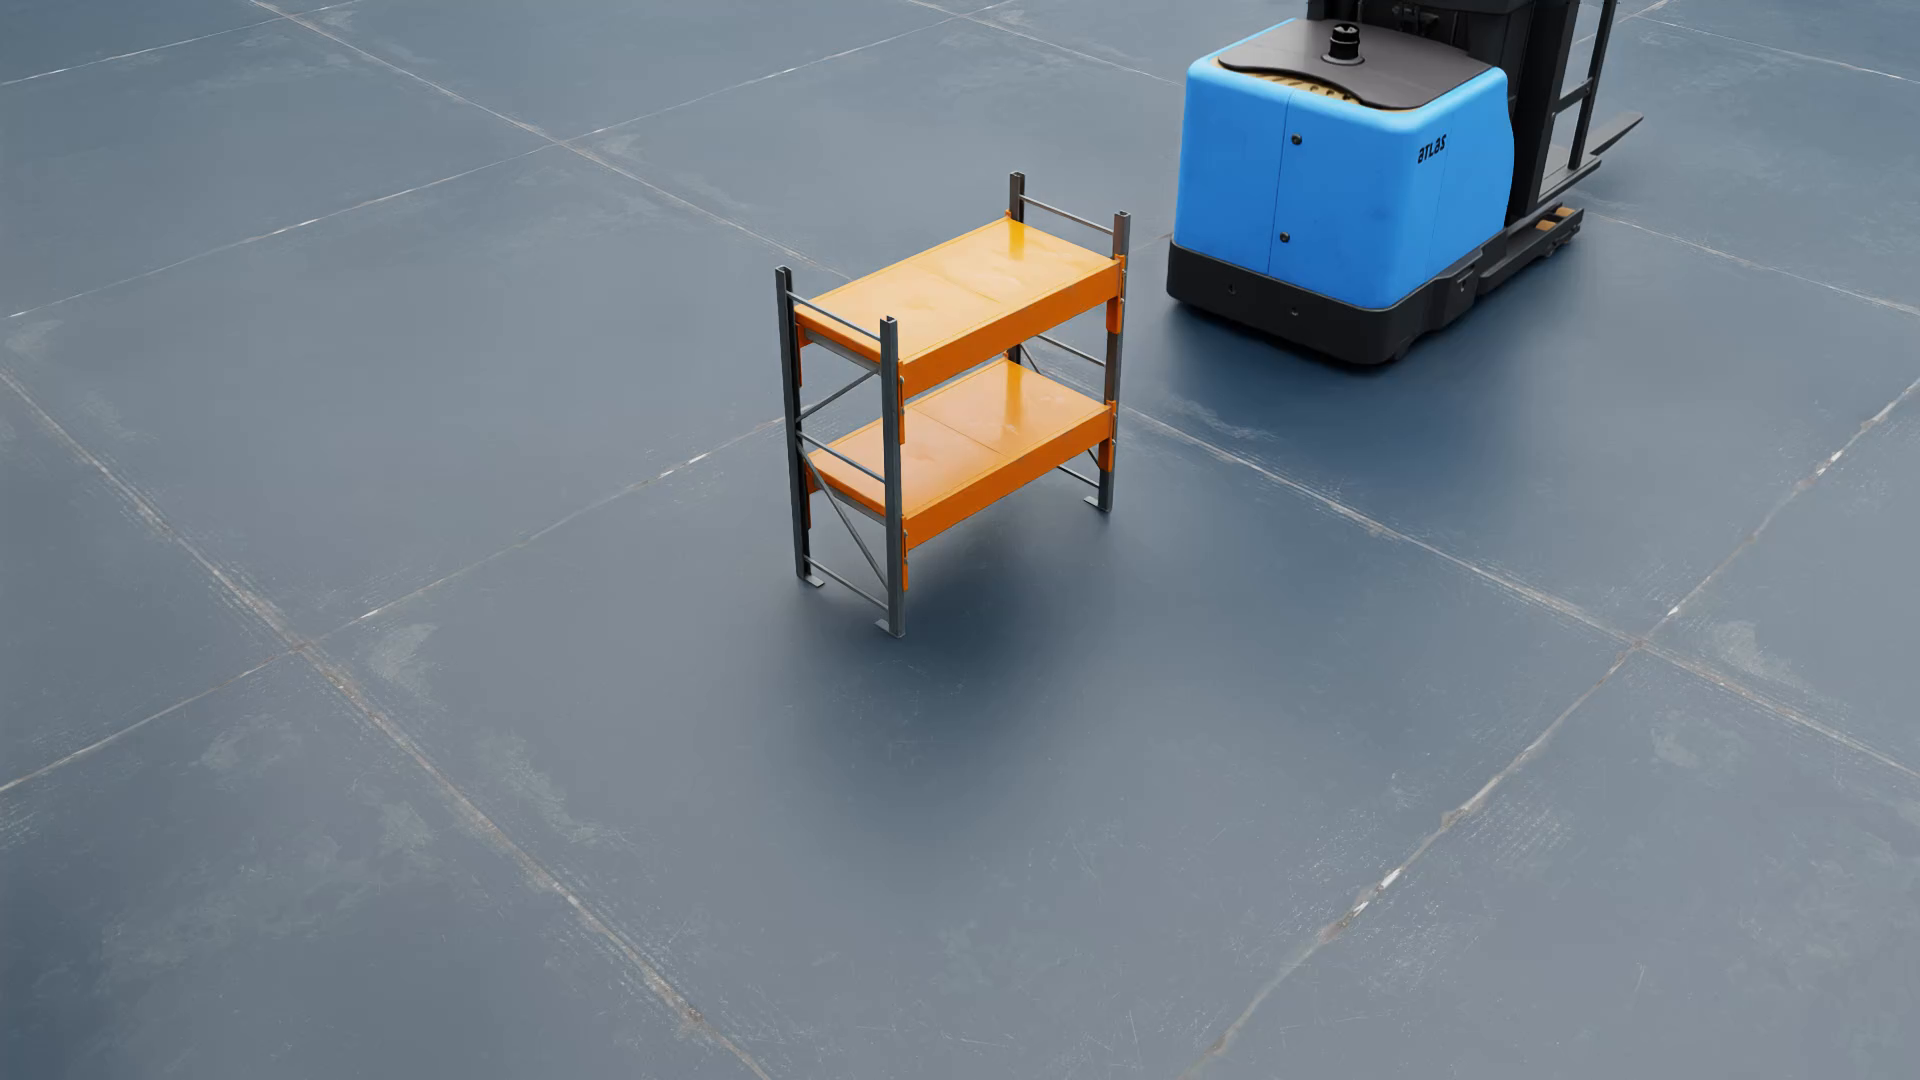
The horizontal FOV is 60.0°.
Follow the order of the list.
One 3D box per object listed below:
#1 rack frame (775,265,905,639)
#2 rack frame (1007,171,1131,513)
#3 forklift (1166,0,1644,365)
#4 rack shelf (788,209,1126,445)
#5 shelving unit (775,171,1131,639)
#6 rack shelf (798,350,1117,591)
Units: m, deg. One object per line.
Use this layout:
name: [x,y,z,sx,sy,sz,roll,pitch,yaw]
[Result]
rack frame: [-0.363,-0.252,5.128,0.500,1.125,0.032,30,45,35]
rack frame: [0.353,-0.665,5.720,0.500,1.125,0.032,30,45,35]
forklift: [2.236,-2.665,7.009,1.130,2.935,3.031,27,43,33]
rack shelf: [-0.005,-0.699,5.257,0.538,0.278,1.000,30,45,35]
shelving unit: [-0.005,-0.459,5.424,0.538,1.125,1.048,30,45,35]
rack shelf: [-0.005,-0.258,5.564,0.538,0.278,1.000,30,45,35]
